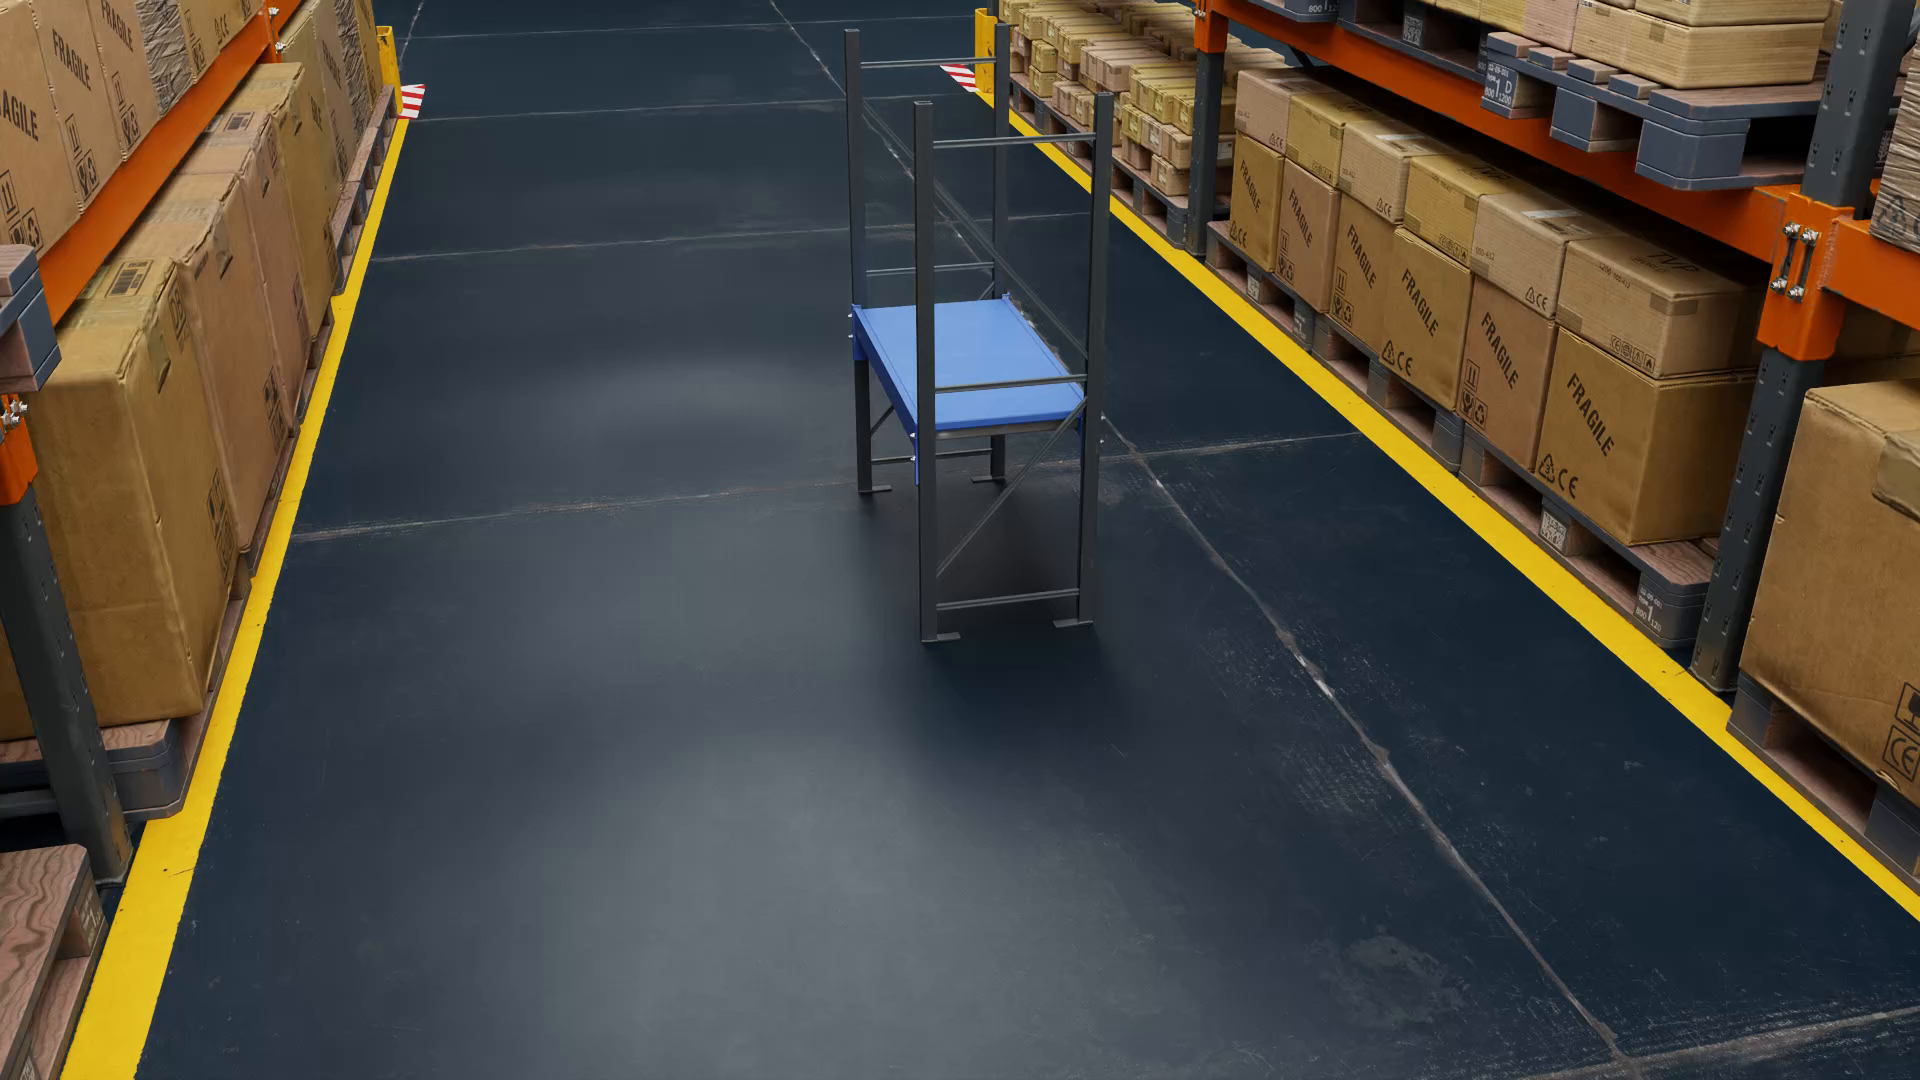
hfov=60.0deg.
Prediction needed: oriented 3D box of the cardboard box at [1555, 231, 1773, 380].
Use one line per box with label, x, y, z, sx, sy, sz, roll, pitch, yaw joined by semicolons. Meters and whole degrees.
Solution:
cardboard box;2.075;-0.681;4.746;0.500;0.250;0.500;-7;28;-13

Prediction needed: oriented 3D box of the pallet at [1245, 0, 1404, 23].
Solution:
pallet;1.613;-2.321;6.733;1.003;0.211;1.213;-6;27;-12

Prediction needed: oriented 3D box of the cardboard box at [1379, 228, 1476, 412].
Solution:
cardboard box;1.833;-0.794;5.802;0.500;0.500;0.500;-7;28;-14

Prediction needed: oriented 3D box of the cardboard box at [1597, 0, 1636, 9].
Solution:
cardboard box;1.867;-1.497;4.369;0.380;0.149;0.250;-5;27;-10

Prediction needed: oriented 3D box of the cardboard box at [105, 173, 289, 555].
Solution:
cardboard box;-2.700;-0.478;4.760;1.225;0.875;0.875;-6;27;-11

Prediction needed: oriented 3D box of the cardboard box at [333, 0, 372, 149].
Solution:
cardboard box;-3.747;-2.620;9.005;0.875;0.875;0.875;-6;27;-12

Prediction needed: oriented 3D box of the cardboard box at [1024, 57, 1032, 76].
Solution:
cardboard box;0.626;-3.059;10.679;0.380;0.149;0.250;-6;27;-12

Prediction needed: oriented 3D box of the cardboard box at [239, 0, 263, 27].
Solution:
cardboard box;-2.901;-2.165;6.099;0.500;0.500;0.500;-6;27;-11

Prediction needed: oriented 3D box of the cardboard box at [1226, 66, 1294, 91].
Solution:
cardboard box;1.598;-2.343;8.600;0.380;0.149;0.250;-6;27;-12

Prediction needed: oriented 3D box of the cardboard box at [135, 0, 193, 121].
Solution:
cardboard box;-2.563;-1.498;4.778;0.500;0.500;0.500;-6;27;-11

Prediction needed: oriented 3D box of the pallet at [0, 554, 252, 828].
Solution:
pallet;-2.475;0.349;4.324;1.003;0.211;1.213;-6;27;-12

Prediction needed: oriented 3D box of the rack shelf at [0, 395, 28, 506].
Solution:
rack shelf;-1.920;0.657;1.417;1.077;0.370;4.000;-6;27;-12

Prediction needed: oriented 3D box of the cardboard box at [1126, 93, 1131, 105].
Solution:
cardboard box;1.090;-2.264;8.774;0.380;0.149;0.250;-6;27;-11

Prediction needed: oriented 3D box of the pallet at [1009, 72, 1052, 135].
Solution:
pallet;0.847;-2.875;10.711;1.003;0.211;1.213;-6;27;-12

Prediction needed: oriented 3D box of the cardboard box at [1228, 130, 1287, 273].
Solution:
cardboard box;1.491;-1.477;7.156;0.500;0.500;0.500;-5;27;-10

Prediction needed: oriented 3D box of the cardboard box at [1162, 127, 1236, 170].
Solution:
cardboard box;1.202;-1.911;8.074;0.380;0.149;0.250;-5;27;-11

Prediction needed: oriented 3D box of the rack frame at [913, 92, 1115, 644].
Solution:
rack frame;0.134;-0.409;4.396;0.500;1.500;0.032;-6;27;-12

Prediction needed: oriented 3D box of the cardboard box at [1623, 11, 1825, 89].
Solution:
cardboard box;1.925;-1.246;4.203;0.380;0.149;0.250;-5;27;-11

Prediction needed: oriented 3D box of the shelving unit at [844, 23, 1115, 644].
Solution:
shelving unit;0.019;-0.632;4.838;0.538;1.500;1.048;-6;27;-12

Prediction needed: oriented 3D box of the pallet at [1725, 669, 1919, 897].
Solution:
pallet;2.588;0.598;3.832;1.003;0.211;1.213;-6;27;-12

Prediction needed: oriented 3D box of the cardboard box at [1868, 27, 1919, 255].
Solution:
cardboard box;2.322;-0.821;3.437;0.500;0.500;0.500;-6;27;-11

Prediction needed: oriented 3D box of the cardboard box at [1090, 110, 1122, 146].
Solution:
cardboard box;0.929;-2.264;9.104;0.380;0.149;0.250;-6;27;-12

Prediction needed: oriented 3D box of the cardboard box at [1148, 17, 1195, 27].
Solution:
cardboard box;1.342;-3.037;9.976;0.380;0.149;0.250;-5;27;-10

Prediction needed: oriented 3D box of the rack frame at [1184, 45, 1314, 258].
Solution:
rack frame;1.583;-2.757;7.383;1.000;3.000;0.127;-6;27;-12

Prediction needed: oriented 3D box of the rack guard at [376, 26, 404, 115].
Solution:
rack guard;-4.179;-2.948;10.537;1.175;0.500;0.348;-6;27;-12

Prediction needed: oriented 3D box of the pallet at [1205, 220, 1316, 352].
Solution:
pallet;1.760;-1.171;7.335;1.003;0.211;1.213;-6;27;-12

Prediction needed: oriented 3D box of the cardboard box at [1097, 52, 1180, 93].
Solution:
cardboard box;0.956;-2.515;8.942;0.380;0.149;0.250;-7;28;-14

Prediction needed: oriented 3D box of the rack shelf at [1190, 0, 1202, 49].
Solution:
rack shelf;1.132;-3.314;9.285;1.077;0.370;4.000;-6;27;-12

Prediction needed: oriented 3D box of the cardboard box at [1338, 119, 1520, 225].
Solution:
cardboard box;1.725;-1.354;6.080;0.500;0.250;0.500;-5;27;-10

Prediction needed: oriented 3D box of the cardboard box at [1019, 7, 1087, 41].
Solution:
cardboard box;0.580;-3.196;10.292;0.380;0.149;0.250;-6;27;-12

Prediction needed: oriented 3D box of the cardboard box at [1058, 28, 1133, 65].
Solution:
cardboard box;0.784;-2.853;9.611;0.380;0.149;0.250;-6;27;-11

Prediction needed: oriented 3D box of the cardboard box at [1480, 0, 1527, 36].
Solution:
cardboard box;1.760;-1.578;4.860;0.380;0.149;0.250;-6;27;-12

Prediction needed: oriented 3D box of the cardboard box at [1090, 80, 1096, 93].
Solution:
cardboard box;0.954;-2.615;9.470;0.380;0.149;0.250;-5;27;-9

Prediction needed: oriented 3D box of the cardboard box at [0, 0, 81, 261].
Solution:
cardboard box;-2.215;-0.827;3.449;0.500;0.500;0.500;-5;27;-10

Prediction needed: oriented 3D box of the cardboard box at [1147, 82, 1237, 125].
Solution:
cardboard box;1.153;-2.175;8.268;0.380;0.149;0.250;-6;27;-11

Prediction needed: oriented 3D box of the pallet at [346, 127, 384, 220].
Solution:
pallet;-3.646;-1.931;8.842;1.003;0.211;1.213;-6;27;-12

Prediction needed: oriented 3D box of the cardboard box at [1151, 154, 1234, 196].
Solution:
cardboard box;1.162;-1.809;8.204;0.380;0.149;0.250;-6;27;-11

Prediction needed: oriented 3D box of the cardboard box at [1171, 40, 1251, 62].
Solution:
cardboard box;1.397;-2.686;9.280;0.380;0.149;0.250;-7;28;-14

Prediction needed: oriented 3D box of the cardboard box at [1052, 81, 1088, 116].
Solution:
cardboard box;0.761;-2.607;9.783;0.380;0.149;0.250;-7;28;-14

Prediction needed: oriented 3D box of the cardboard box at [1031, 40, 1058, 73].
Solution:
cardboard box;0.649;-2.956;10.146;0.380;0.149;0.250;-5;27;-10

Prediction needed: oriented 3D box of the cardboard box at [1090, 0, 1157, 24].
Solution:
cardboard box;1.048;-3.371;10.637;0.380;0.149;0.250;-5;27;-11

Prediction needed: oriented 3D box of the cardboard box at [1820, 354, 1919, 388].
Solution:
cardboard box;2.573;-0.409;5.040;0.500;0.500;0.500;-7;28;-14
